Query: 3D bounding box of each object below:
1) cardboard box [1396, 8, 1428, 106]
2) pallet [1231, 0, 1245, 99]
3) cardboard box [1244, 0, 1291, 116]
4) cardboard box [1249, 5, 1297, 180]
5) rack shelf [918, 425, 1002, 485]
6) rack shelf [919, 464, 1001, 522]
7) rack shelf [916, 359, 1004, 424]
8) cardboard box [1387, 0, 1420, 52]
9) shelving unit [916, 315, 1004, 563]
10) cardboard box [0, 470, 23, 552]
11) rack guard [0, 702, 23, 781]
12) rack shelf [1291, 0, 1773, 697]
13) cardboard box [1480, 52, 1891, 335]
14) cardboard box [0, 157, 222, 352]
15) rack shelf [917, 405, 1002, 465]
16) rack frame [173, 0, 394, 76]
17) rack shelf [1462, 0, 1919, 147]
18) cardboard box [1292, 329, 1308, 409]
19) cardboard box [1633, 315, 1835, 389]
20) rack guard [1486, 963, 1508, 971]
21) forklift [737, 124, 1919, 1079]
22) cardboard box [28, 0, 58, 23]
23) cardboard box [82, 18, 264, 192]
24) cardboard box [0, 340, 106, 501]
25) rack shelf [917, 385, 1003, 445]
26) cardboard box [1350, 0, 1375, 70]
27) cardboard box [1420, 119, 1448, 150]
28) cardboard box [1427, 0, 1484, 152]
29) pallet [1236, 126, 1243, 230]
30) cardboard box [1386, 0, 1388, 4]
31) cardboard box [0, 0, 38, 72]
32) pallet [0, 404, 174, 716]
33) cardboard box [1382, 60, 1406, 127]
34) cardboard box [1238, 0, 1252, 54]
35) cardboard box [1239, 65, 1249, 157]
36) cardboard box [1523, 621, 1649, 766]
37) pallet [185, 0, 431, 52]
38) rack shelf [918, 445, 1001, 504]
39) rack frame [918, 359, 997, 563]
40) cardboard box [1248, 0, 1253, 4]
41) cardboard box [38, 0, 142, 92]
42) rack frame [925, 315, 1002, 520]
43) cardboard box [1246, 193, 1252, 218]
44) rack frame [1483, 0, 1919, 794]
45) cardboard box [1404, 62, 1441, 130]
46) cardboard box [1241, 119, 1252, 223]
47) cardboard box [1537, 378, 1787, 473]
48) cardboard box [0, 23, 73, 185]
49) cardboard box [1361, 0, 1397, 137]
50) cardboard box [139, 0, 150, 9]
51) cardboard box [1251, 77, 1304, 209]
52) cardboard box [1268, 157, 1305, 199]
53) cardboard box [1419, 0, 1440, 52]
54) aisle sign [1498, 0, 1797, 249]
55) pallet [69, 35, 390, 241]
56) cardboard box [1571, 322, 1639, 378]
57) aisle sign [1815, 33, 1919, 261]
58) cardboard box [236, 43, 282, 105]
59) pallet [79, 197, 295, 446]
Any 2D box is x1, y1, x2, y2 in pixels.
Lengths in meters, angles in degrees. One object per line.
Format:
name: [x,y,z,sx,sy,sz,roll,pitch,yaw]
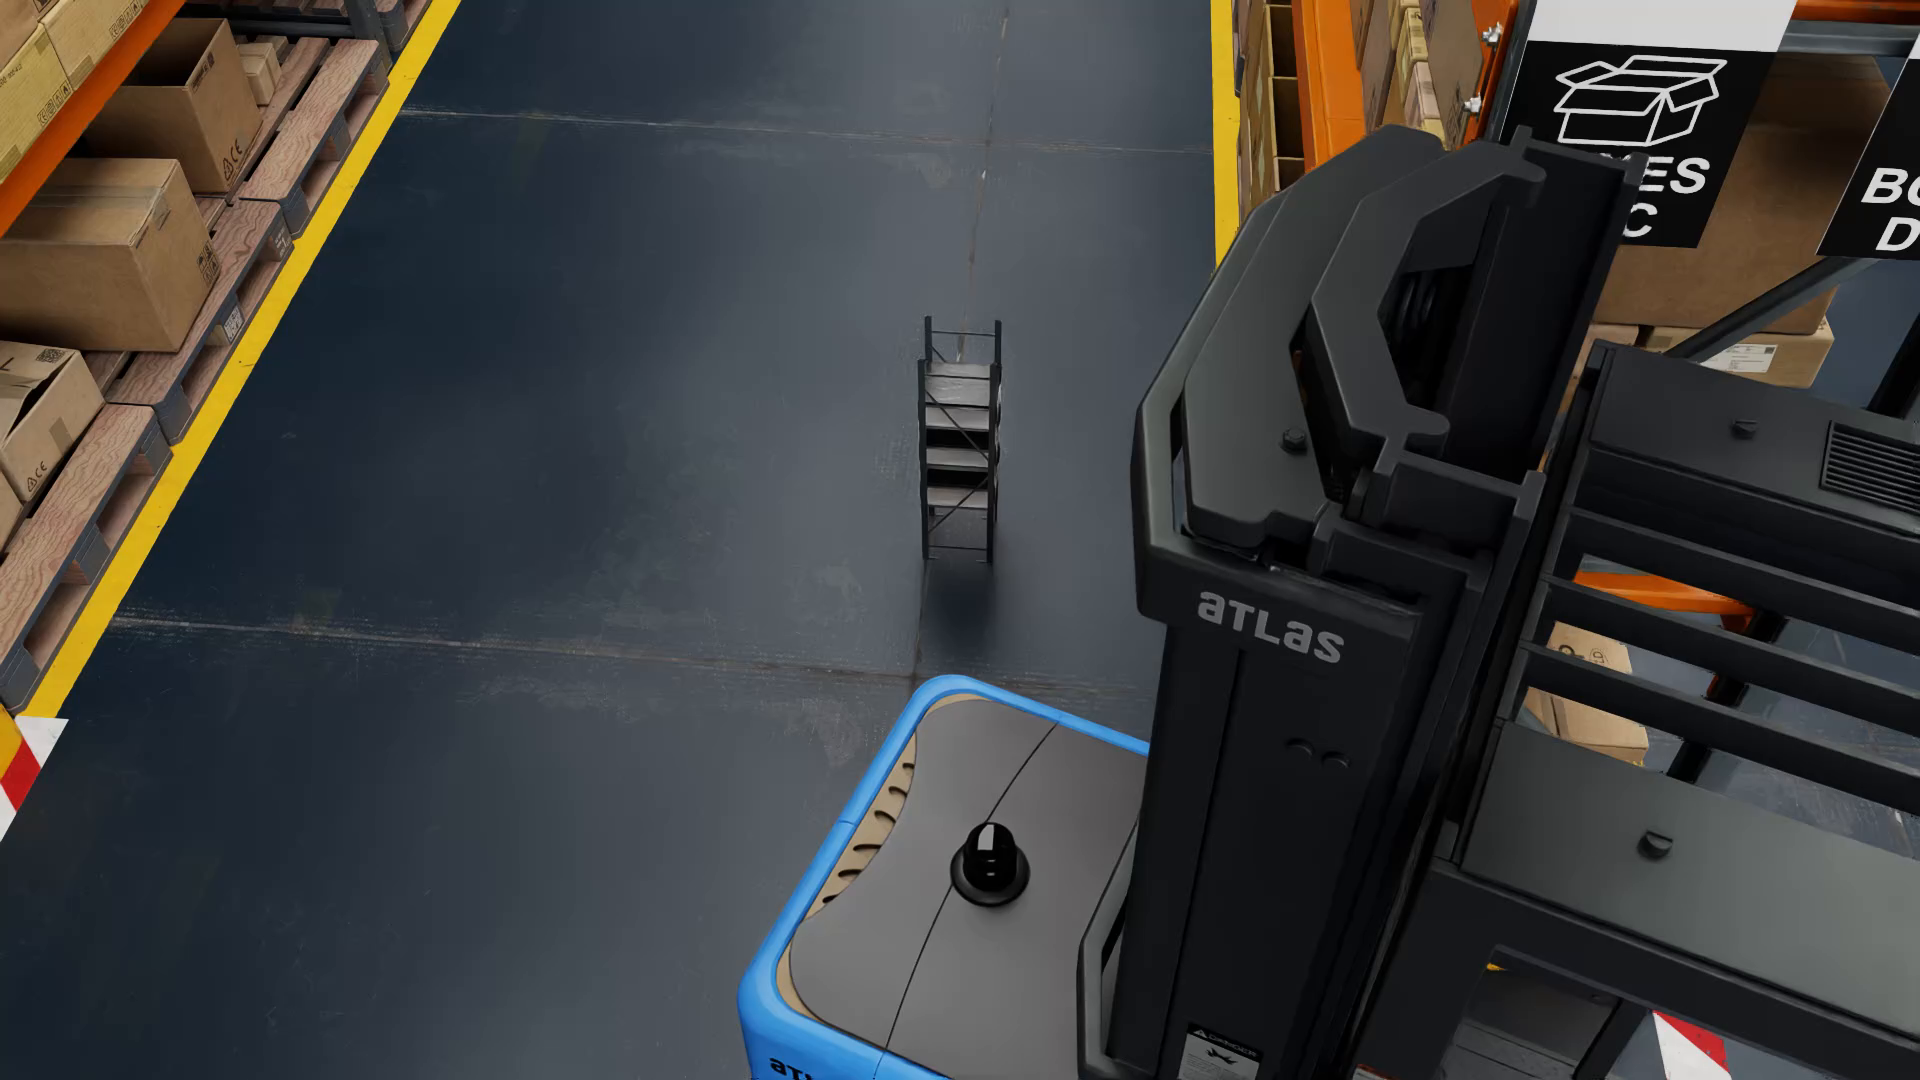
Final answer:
cardboard box: [1.355,-1.255,4.357,0.380,0.149,0.250,5,48,5]
pallet: [1.808,-2.493,7.887,1.003,0.211,1.213,4,48,4]
cardboard box: [1.426,-2.037,6.651,0.500,0.500,0.500,4,48,4]
cardboard box: [1.388,-1.669,6.314,0.500,0.500,0.500,4,48,4]
rack shelf: [0.001,-0.287,5.448,0.258,0.077,0.200,4,48,4]
rack shelf: [0.001,-0.166,5.581,0.258,0.077,0.200,4,48,4]
rack shelf: [0.001,-0.469,5.249,0.258,0.077,0.200,4,48,4]
cardboard box: [1.377,-1.448,4.534,0.380,0.149,0.250,5,48,5]
shelving unit: [0.001,-0.310,5.423,0.258,0.900,0.210,4,48,4]
cardboard box: [-3.366,-0.024,5.263,0.500,0.311,0.500,-1,48,-1]
rack guard: [-3.511,0.507,4.948,1.175,0.500,0.348,4,48,4]
rack shelf: [1.597,-1.177,5.282,1.077,0.370,4.000,4,48,4]
cardboard box: [1.475,-0.803,3.505,0.700,0.500,0.500,4,48,4]
cardboard box: [-3.197,-1.043,6.067,0.700,0.500,0.500,1,48,1]
rack shelf: [0.001,-0.348,5.382,0.258,0.077,0.200,4,48,4]
rack frame: [-3.154,-3.220,6.662,1.000,3.000,0.127,4,48,4]
rack shelf: [1.597,-2.190,4.175,1.077,0.370,4.000,4,48,4]
cardboard box: [1.244,-0.567,5.307,0.500,0.500,0.500,4,48,4]
cardboard box: [1.665,-0.477,3.646,0.380,0.149,0.250,4,48,3]
rack guard: [1.413,0.911,4.578,1.175,0.500,0.348,4,48,4]
forklift: [1.076,0.822,3.012,3.031,2.935,1.130,19,50,17]
cardboard box: [-3.032,-1.943,5.074,0.500,0.500,0.500,5,48,5]
cardboard box: [-3.208,-1.760,6.722,0.500,0.500,0.500,1,48,1]
cardboard box: [-3.314,-0.443,5.647,0.500,0.311,0.500,7,48,7]
rack shelf: [0.001,-0.409,5.315,0.258,0.077,0.200,4,48,4]
cardboard box: [1.654,-1.841,5.333,0.700,0.500,0.500,5,48,4]
cardboard box: [1.306,-0.877,4.012,0.380,0.149,0.250,3,48,3]
cardboard box: [1.518,-1.190,3.859,0.700,0.500,0.500,3,48,3]
pallet: [1.666,-1.367,6.857,1.003,0.211,1.213,4,48,4]
cardboard box: [1.399,-1.637,4.707,0.380,0.149,0.250,3,48,3]
cardboard box: [-3.067,-1.562,4.726,0.500,0.500,0.500,2,48,2]
pallet: [-3.402,0.010,5.598,1.003,0.211,1.213,4,48,4]
cardboard box: [1.565,-1.077,4.635,0.700,0.500,0.500,4,48,4]
cardboard box: [1.529,-2.428,7.516,0.500,0.250,0.500,3,48,3]
cardboard box: [1.436,-1.783,6.927,0.500,0.250,0.500,4,48,4]
cardboard box: [1.686,0.457,4.878,0.500,0.250,0.500,4,48,4]
pallet: [-3.084,-2.851,8.215,1.003,0.211,1.213,4,48,4]
rack shelf: [0.001,-0.226,5.514,0.258,0.077,0.200,4,48,4]
rack frame: [-0.009,-0.235,5.355,0.240,0.900,0.006,4,48,4]
cardboard box: [1.531,-2.610,7.303,0.500,0.311,0.500,4,48,4]
cardboard box: [-3.024,-1.702,5.362,0.500,0.250,0.500,4,48,4]
rack frame: [0.010,-0.384,5.492,0.240,0.900,0.006,4,48,4]
cardboard box: [1.334,-1.049,6.255,0.500,0.250,0.500,4,48,4]
rack frame: [1.415,0.050,3.672,1.000,3.000,0.127,4,48,4]
cardboard box: [1.331,-1.062,4.181,0.380,0.149,0.250,4,48,4]
cardboard box: [1.385,-1.416,6.591,0.500,0.250,0.500,4,48,4]
cardboard box: [1.470,-0.326,3.948,0.700,0.500,0.500,4,48,4]
cardboard box: [-3.072,-1.331,5.022,0.500,0.250,0.500,3,48,3]
cardboard box: [1.609,-1.464,4.989,0.700,0.500,0.500,5,48,5]
cardboard box: [-2.979,-2.072,5.700,0.500,0.250,0.500,4,48,3]
cardboard box: [1.335,-1.302,5.979,0.500,0.500,0.500,4,48,4]
cardboard box: [1.291,-0.935,5.643,0.500,0.500,0.500,4,48,4]
cardboard box: [1.563,-1.560,4.197,0.700,0.500,0.500,4,48,4]
aisle sign: [1.117,-0.799,2.687,0.394,0.787,0.004,4,48,4]
pallet: [-3.180,-1.783,7.238,1.003,0.211,1.213,4,48,4]
cardboard box: [1.260,-0.497,3.664,0.380,0.149,0.250,3,48,3]
aisle sign: [1.714,-0.759,2.650,0.394,0.787,0.004,4,48,4]
cardboard box: [-3.173,-2.017,7.184,0.380,0.166,0.250,-2,48,-2]
pallet: [-3.288,-0.884,6.416,1.003,0.211,1.213,4,48,4]
